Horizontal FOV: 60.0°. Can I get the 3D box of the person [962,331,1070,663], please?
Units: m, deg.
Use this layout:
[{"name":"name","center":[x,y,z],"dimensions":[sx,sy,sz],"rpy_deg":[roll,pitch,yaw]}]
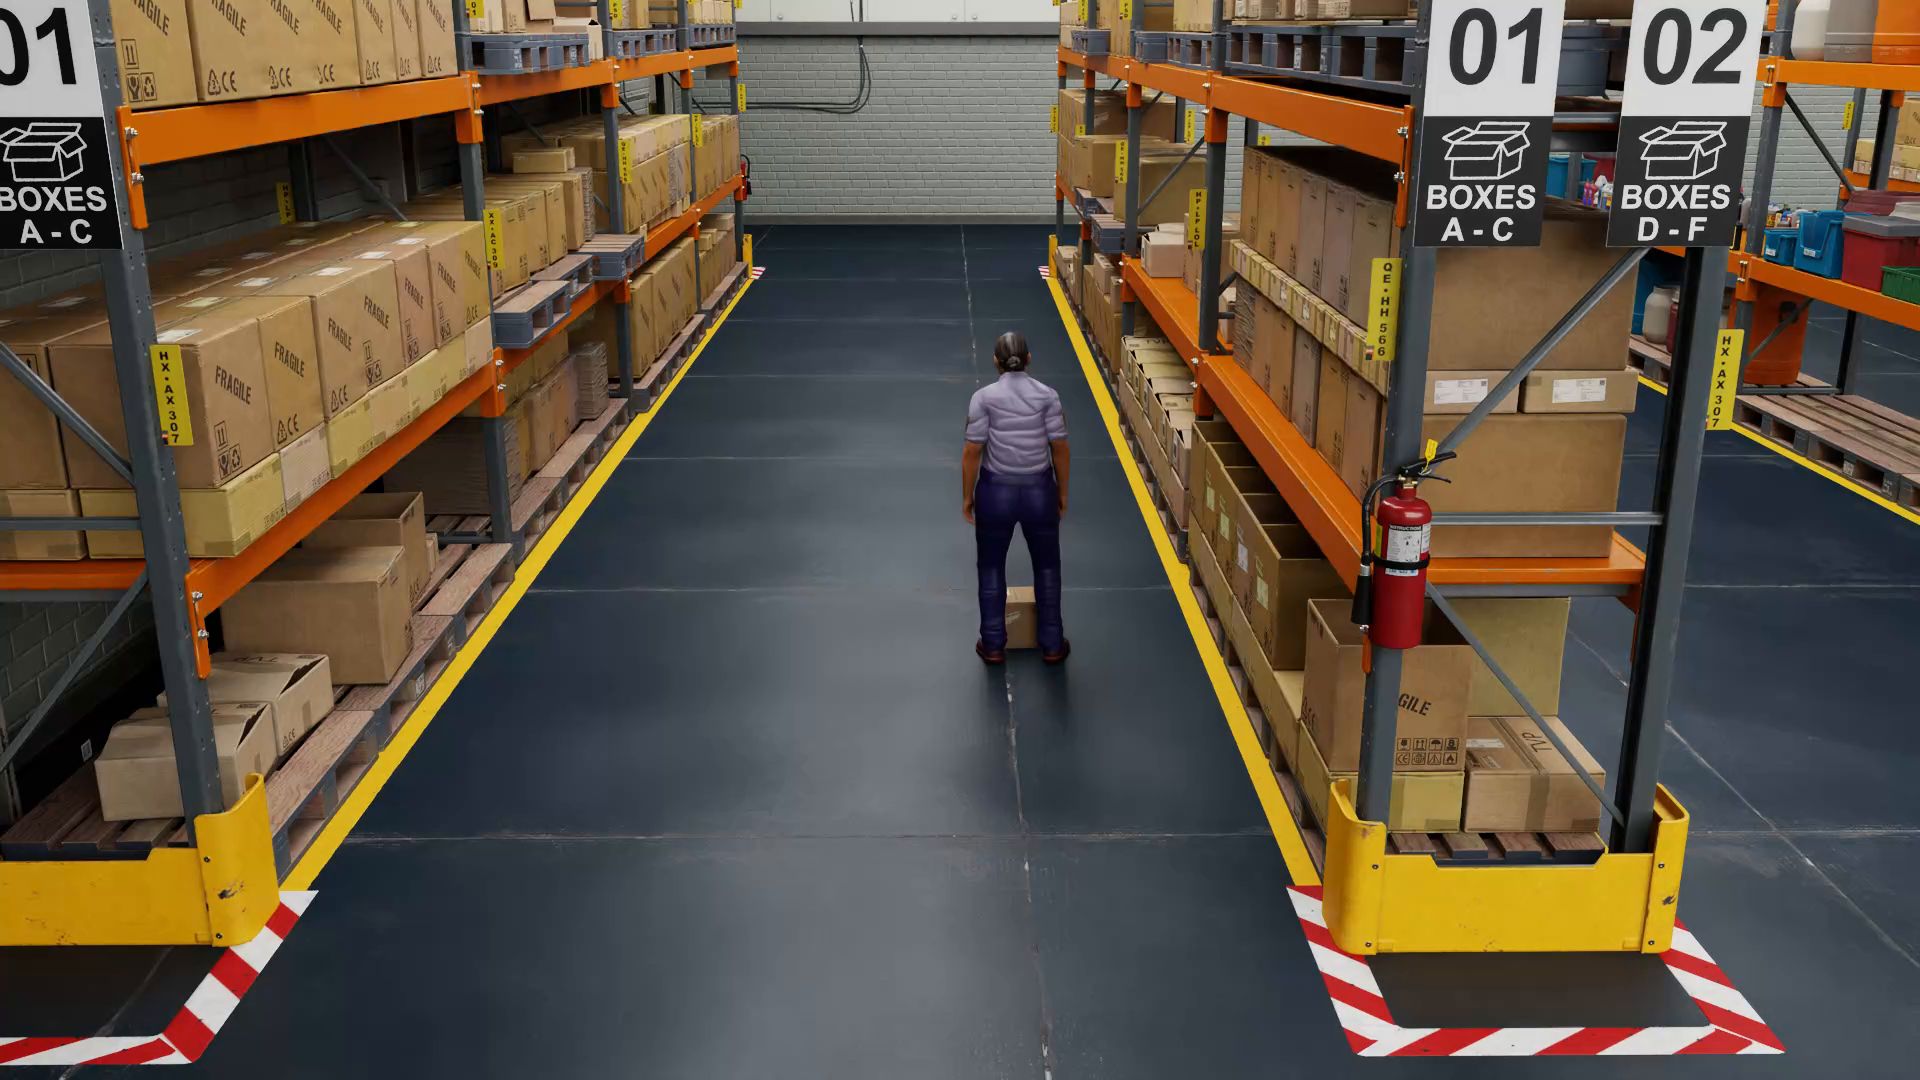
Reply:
[{"name":"person","center":[0.289,-0.197,8.194],"dimensions":[0.564,1.652,0.374],"rpy_deg":[-1,17,-3]}]
